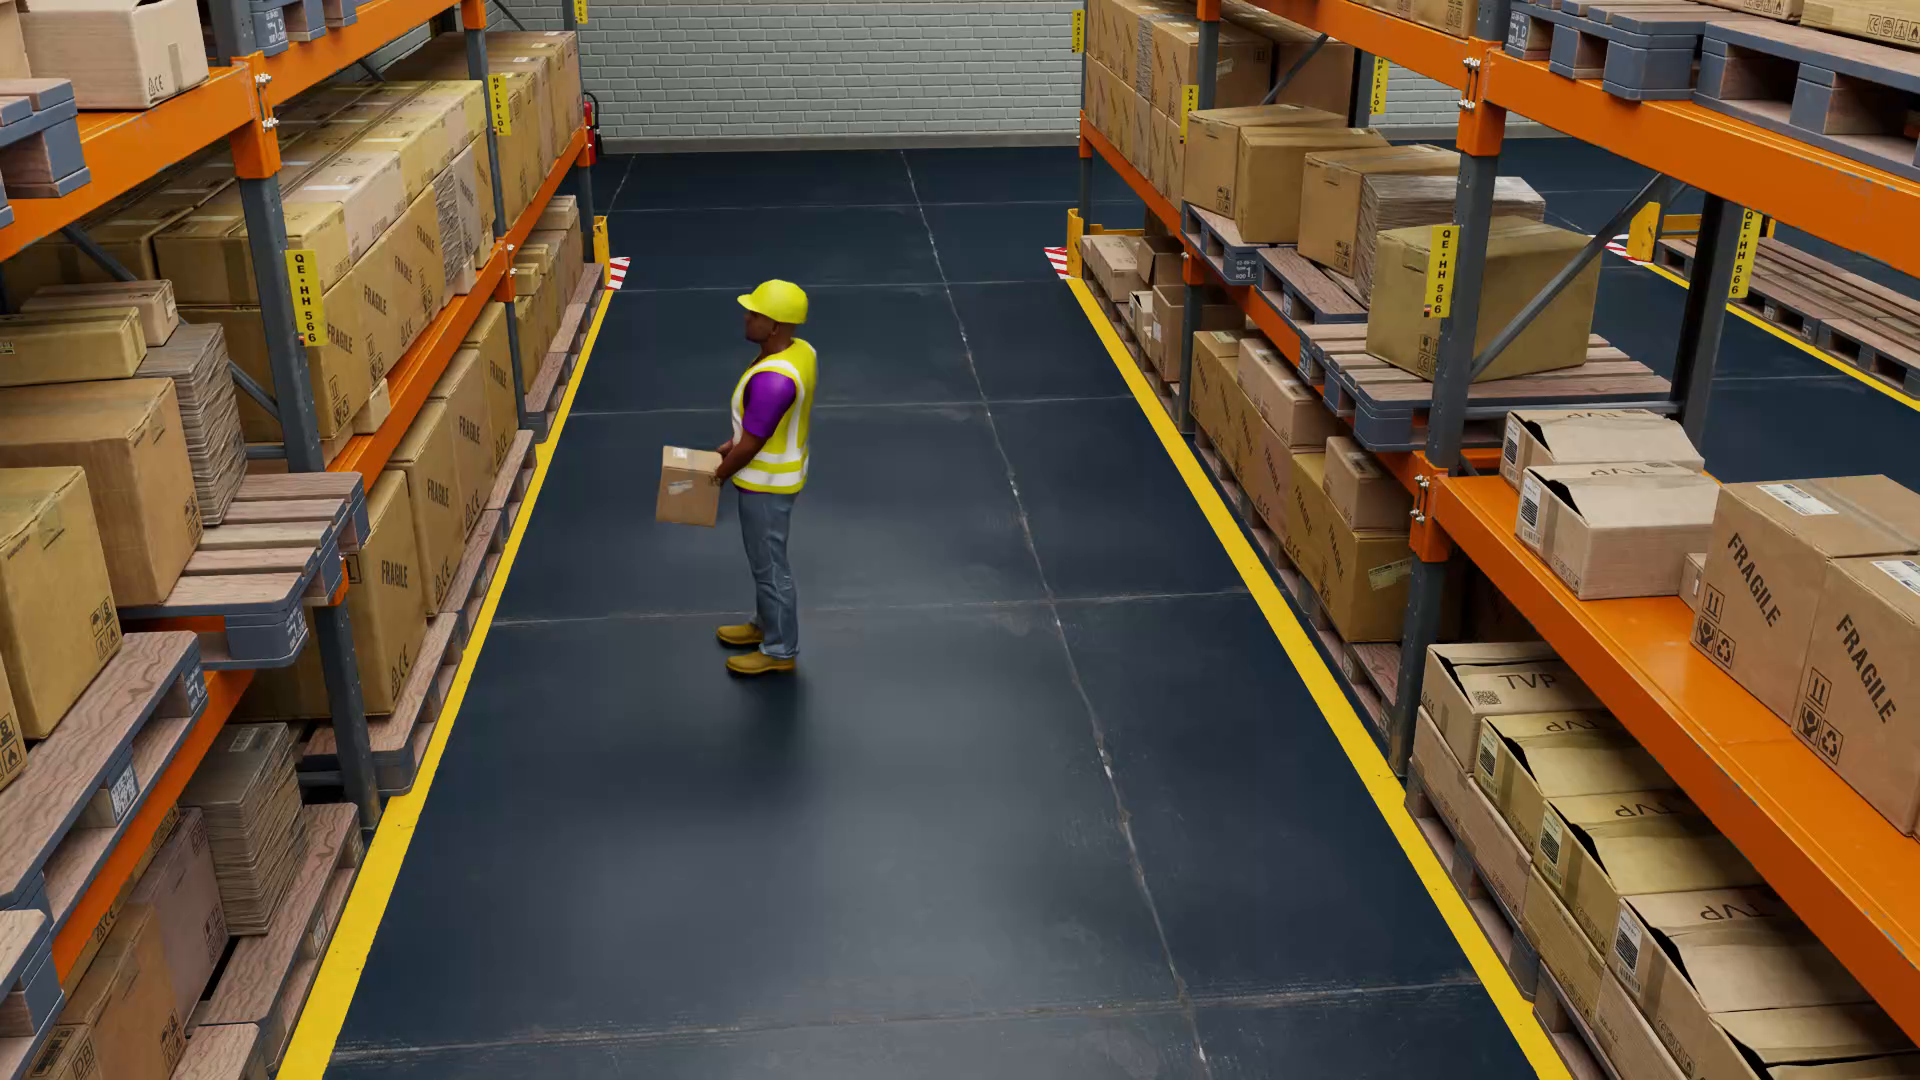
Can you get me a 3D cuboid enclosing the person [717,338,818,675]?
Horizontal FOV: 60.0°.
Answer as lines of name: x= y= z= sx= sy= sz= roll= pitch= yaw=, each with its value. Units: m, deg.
person: x=8.282 y=0.574 z=3.466 sx=19.361 sy=3.194 sz=6.553 roll=2 pitch=24 yaw=4
